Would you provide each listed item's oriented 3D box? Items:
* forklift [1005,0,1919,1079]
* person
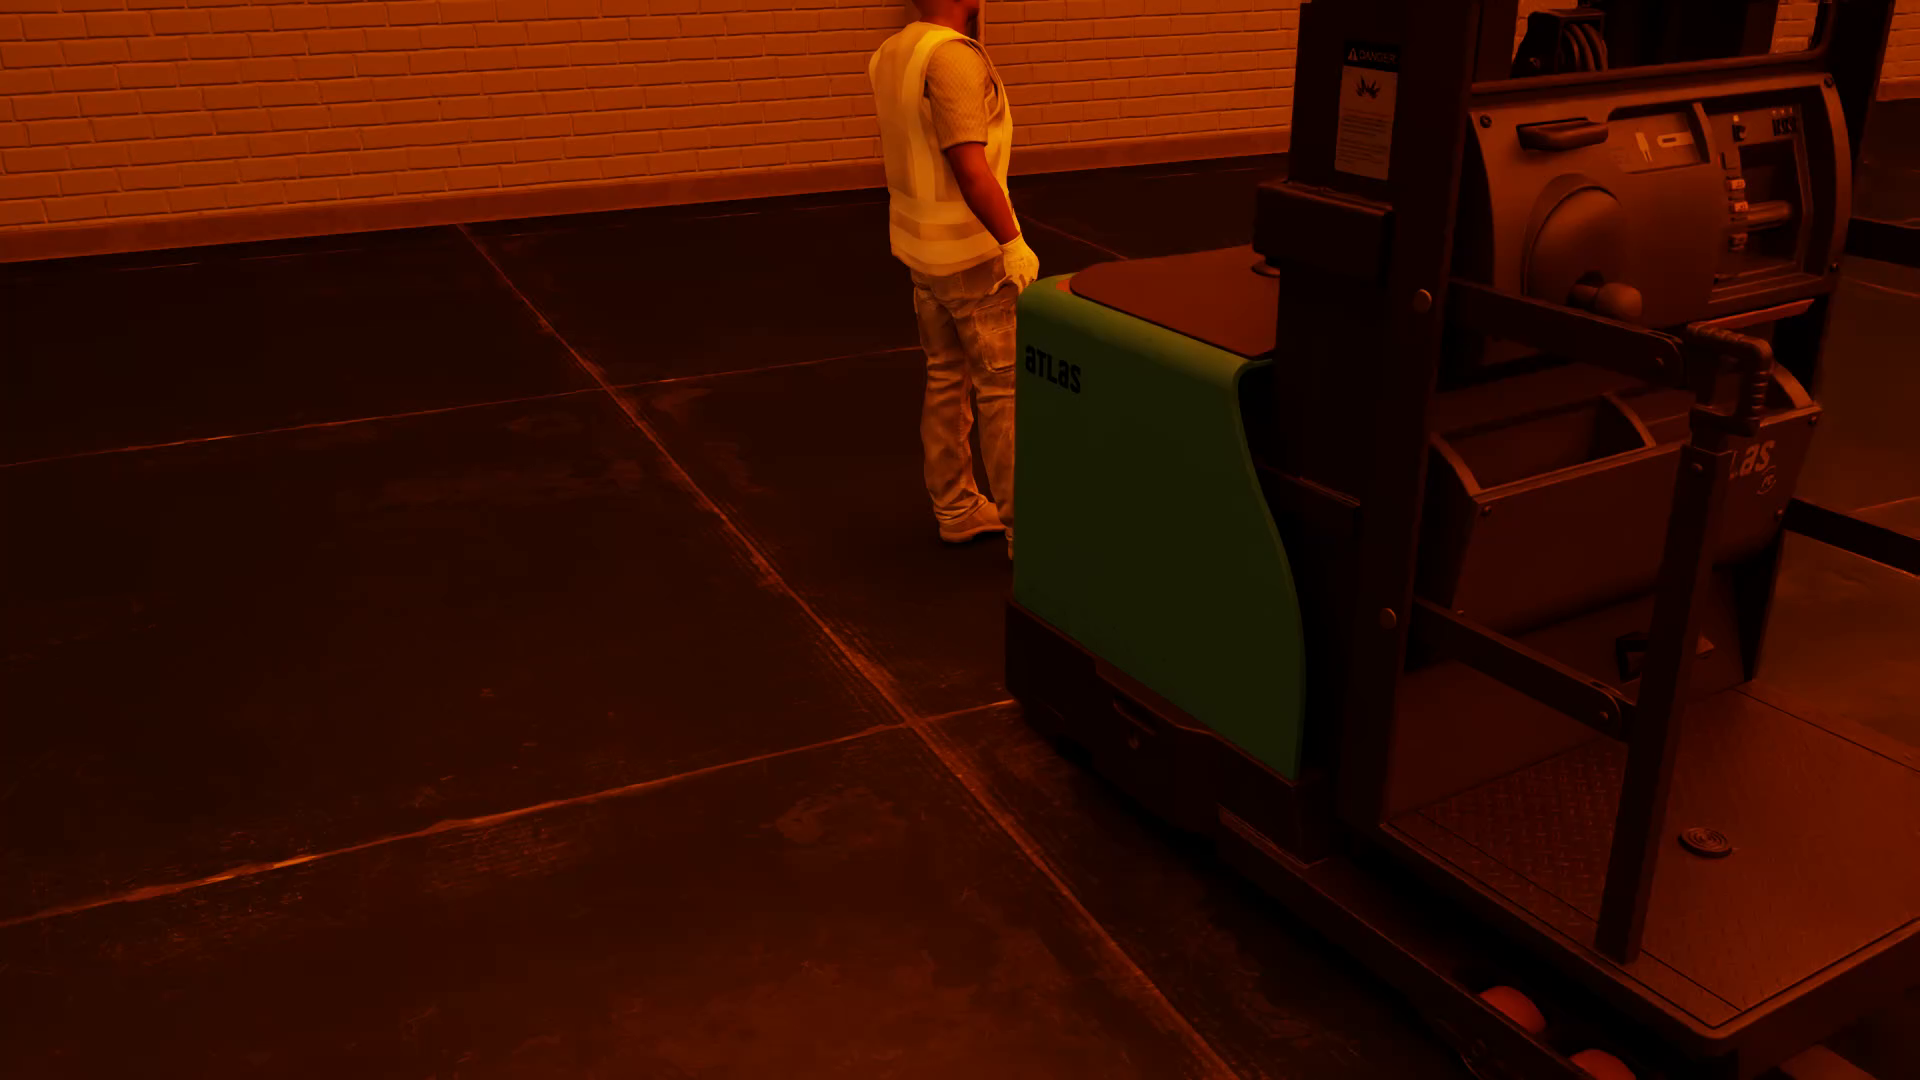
[{"bbox_3d":[1.309,-0.558,2.630,1.130,2.935,3.031,-13,26,-29],"label":"forklift"},{"bbox_3d":[0.069,-0.839,4.782,0.577,1.782,0.656,-10,25,-23],"label":"person"}]
